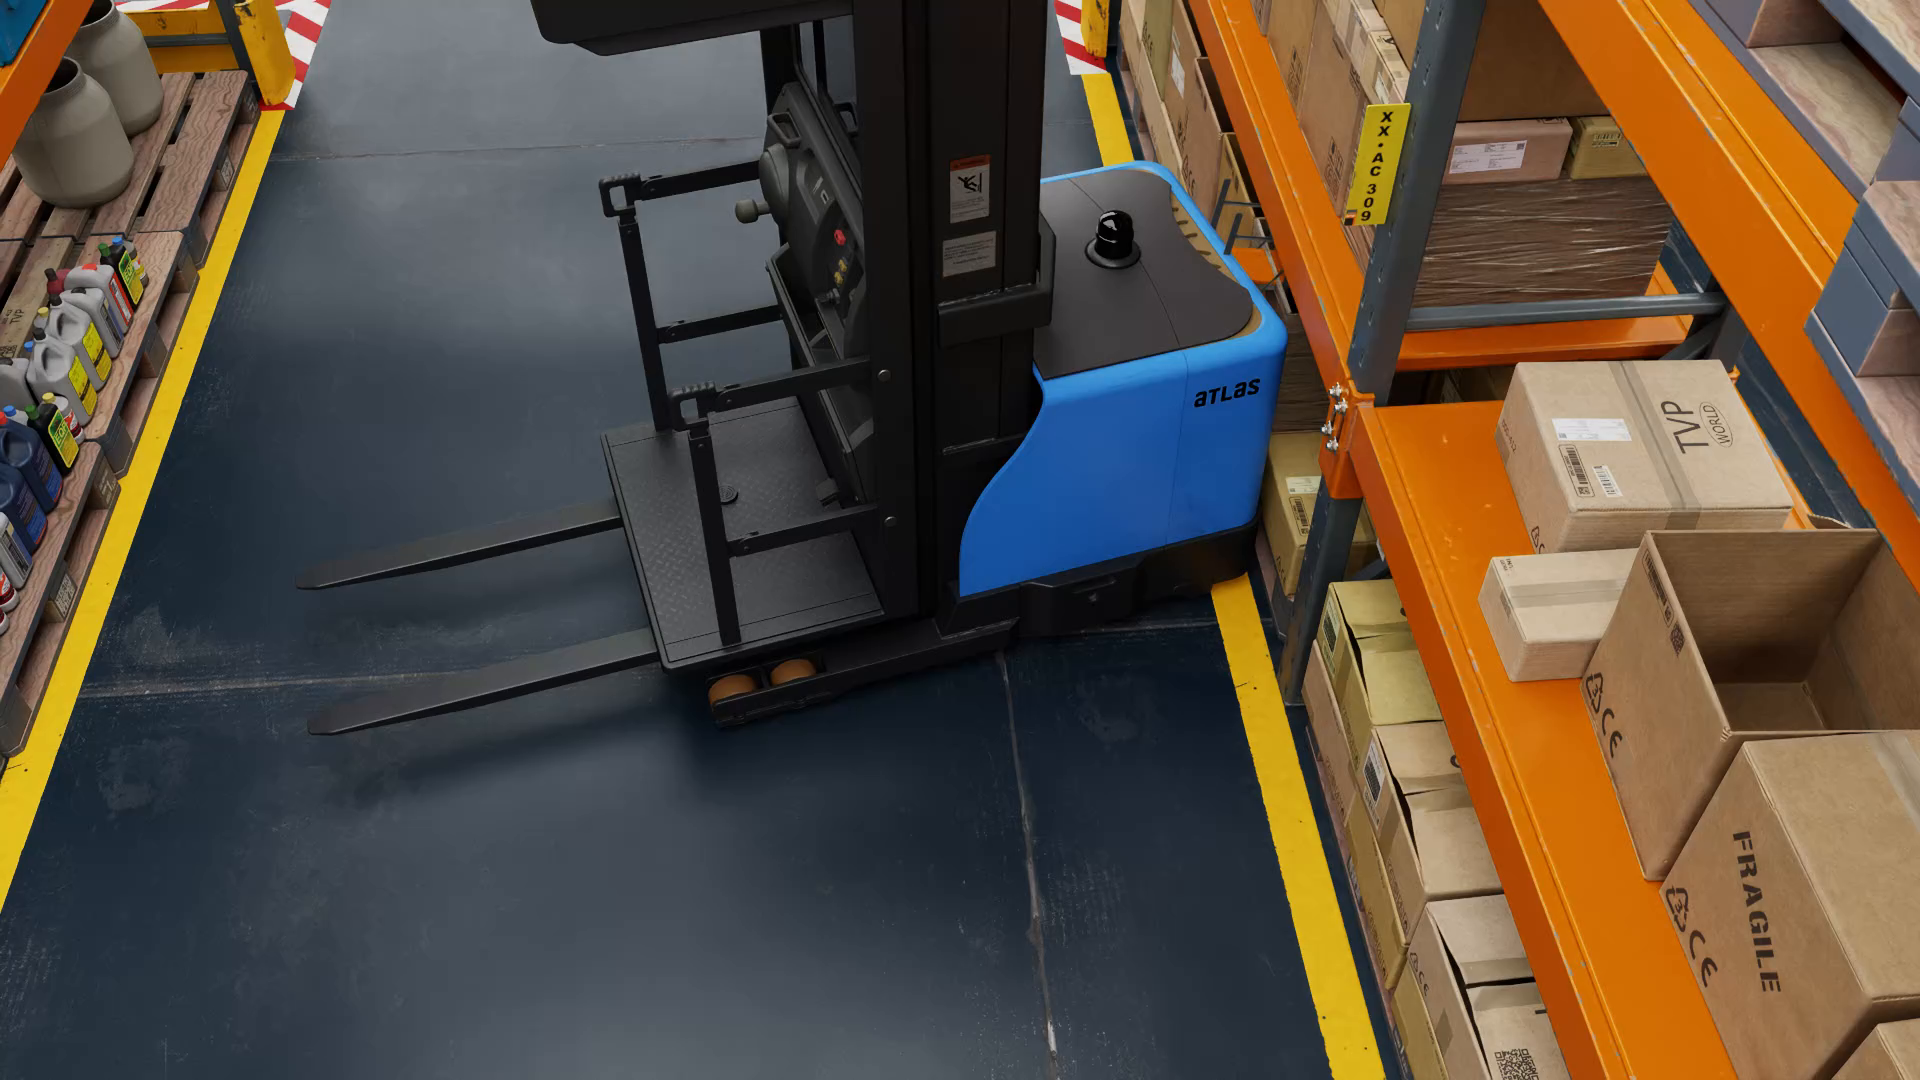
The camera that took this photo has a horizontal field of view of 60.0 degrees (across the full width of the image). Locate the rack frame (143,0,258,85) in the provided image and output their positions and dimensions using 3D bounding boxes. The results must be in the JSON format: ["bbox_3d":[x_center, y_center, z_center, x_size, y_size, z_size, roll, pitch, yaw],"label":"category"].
[{"bbox_3d":[-3.754,-3.172,6.688,1.000,3.000,0.127,-3,47,-3],"label":"rack frame"}]

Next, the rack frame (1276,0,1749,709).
[{"bbox_3d":[1.517,-0.576,4.229,1.000,3.000,0.127,-3,47,-3],"label":"rack frame"}]

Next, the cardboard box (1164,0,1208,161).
[{"bbox_3d":[1.104,-1.803,6.479,0.500,0.500,0.500,-3,47,-3],"label":"cardboard box"}]

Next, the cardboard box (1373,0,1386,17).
[{"bbox_3d":[1.430,-1.743,4.372,0.700,0.500,0.500,-4,47,-3],"label":"cardboard box"}]

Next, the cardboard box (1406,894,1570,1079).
[{"bbox_3d":[1.385,1.083,3.876,0.500,0.311,0.500,-5,47,-5],"label":"cardboard box"}]

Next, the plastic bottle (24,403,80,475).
[{"bbox_3d":[-3.061,-0.363,5.595,0.061,0.283,0.133,-2,47,-2],"label":"plastic bottle"}]

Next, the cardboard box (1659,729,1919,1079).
[{"bbox_3d":[1.651,0.690,2.962,0.500,0.500,0.500,-3,47,-3],"label":"cardboard box"}]

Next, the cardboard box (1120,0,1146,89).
[{"bbox_3d":[1.006,-2.267,7.436,0.500,0.250,0.500,-3,47,-3],"label":"cardboard box"}]

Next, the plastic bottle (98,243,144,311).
[{"bbox_3d":[-3.135,-1.003,6.202,0.061,0.283,0.133,-2,47,-2],"label":"plastic bottle"}]

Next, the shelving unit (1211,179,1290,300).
[{"bbox_3d":[0.849,-0.620,5.499,0.258,1.200,0.189,3,45,-10],"label":"shelving unit"}]

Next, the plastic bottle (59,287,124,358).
[{"bbox_3d":[-3.158,-0.800,6.014,0.152,0.276,0.135,-5,47,-4],"label":"plastic bottle"}]

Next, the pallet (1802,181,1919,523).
[{"bbox_3d":[1.610,0.057,1.694,1.003,0.211,1.213,-2,47,-1],"label":"pallet"}]

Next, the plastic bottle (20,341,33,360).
[{"bbox_3d":[-3.257,-0.616,5.891,0.097,0.201,0.097,0,47,0],"label":"plastic bottle"}]

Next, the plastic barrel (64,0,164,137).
[{"bbox_3d":[-3.622,-1.989,6.992,0.421,0.512,0.421,0,47,0],"label":"plastic barrel"}]

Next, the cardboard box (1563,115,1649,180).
[{"bbox_3d":[1.688,-1.040,4.153,0.380,0.149,0.250,-4,47,-3],"label":"cardboard box"}]

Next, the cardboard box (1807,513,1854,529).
[{"bbox_3d":[1.774,0.095,3.686,0.396,0.266,0.258,-5,47,-4],"label":"cardboard box"}]

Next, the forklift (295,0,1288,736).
[{"bbox_3d":[-0.592,-0.863,4.549,3.031,2.935,1.130,-14,48,-13],"label":"forklift"}]

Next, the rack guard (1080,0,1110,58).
[{"bbox_3d":[1.181,-2.628,7.894,1.175,0.500,0.348,-3,47,-3],"label":"rack guard"}]

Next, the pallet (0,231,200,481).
[{"bbox_3d":[-3.539,-0.692,6.260,1.003,0.211,1.213,-3,47,-3],"label":"pallet"}]

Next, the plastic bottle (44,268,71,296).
[{"bbox_3d":[-3.275,-0.896,6.100,0.061,0.283,0.133,-3,47,-3],"label":"plastic bottle"}]

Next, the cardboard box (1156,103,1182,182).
[{"bbox_3d":[1.093,-1.544,6.751,0.500,0.250,0.500,-3,47,-3],"label":"cardboard box"}]

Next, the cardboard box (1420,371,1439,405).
[{"bbox_3d":[1.741,-0.748,5.481,0.500,0.500,0.500,-3,47,-3],"label":"cardboard box"}]

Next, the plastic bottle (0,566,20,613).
[{"bbox_3d":[-3.026,0.129,5.186,0.097,0.201,0.097,0,47,0],"label":"plastic bottle"}]

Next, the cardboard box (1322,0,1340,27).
[{"bbox_3d":[1.215,-1.575,4.660,0.380,0.149,0.250,-4,47,-3],"label":"cardboard box"}]

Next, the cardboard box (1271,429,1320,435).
[{"bbox_3d":[1.229,-0.459,5.724,0.500,0.250,0.500,-3,47,-3],"label":"cardboard box"}]

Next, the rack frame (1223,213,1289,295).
[{"bbox_3d":[0.857,-0.555,5.435,0.240,1.200,0.006,3,45,-10],"label":"rack frame"}]

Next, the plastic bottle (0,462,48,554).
[{"bbox_3d":[-3.073,-0.127,5.326,0.144,0.351,0.185,-2,47,-2],"label":"plastic bottle"}]

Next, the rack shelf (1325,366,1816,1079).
[{"bbox_3d":[1.685,1.119,3.120,1.077,0.370,4.000,-3,47,-3],"label":"rack shelf"}]

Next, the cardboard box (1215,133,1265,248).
[{"bbox_3d":[1.185,-1.079,5.794,0.500,0.500,0.500,-3,47,-3],"label":"cardboard box"}]

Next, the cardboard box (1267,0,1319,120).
[{"bbox_3d":[1.385,-1.675,5.202,0.700,0.500,0.500,-3,47,-3],"label":"cardboard box"}]

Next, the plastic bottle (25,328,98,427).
[{"bbox_3d":[-3.124,-0.571,5.747,0.144,0.351,0.185,-4,47,-4],"label":"plastic bottle"}]

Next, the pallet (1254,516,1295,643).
[{"bbox_3d":[1.493,-0.195,5.789,1.003,0.211,1.213,-3,47,-3],"label":"pallet"}]

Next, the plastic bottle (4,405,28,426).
[{"bbox_3d":[-3.138,-0.341,5.583,0.097,0.271,0.097,0,47,0],"label":"plastic bottle"}]

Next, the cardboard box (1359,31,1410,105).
[{"bbox_3d":[1.262,-1.196,4.301,0.380,0.149,0.250,-4,47,-4],"label":"cardboard box"}]

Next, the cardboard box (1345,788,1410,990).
[{"bbox_3d":[1.346,0.902,4.434,0.500,0.250,0.500,-2,47,-2],"label":"cardboard box"}]

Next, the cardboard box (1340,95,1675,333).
[{"bbox_3d":[1.474,-0.931,4.497,0.700,0.500,0.500,-5,47,-4],"label":"cardboard box"}]

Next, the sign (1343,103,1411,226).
[{"bbox_3d":[0.964,-0.866,3.853,0.100,0.325,0.005,-3,47,-3],"label":"sign"}]

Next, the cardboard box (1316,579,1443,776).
[{"bbox_3d":[1.304,0.347,4.574,0.500,0.311,0.500,-3,47,-3],"label":"cardboard box"}]

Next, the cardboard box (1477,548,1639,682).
[{"bbox_3d":[1.388,0.164,3.702,0.380,0.149,0.250,-3,47,-3],"label":"cardboard box"}]

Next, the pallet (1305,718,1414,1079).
[{"bbox_3d":[1.618,0.914,4.739,1.003,0.211,1.213,-3,47,-3],"label":"pallet"}]

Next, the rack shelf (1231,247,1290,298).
[{"bbox_3d":[0.898,-0.842,5.279,0.258,0.103,0.180,3,45,-10],"label":"rack shelf"}]
